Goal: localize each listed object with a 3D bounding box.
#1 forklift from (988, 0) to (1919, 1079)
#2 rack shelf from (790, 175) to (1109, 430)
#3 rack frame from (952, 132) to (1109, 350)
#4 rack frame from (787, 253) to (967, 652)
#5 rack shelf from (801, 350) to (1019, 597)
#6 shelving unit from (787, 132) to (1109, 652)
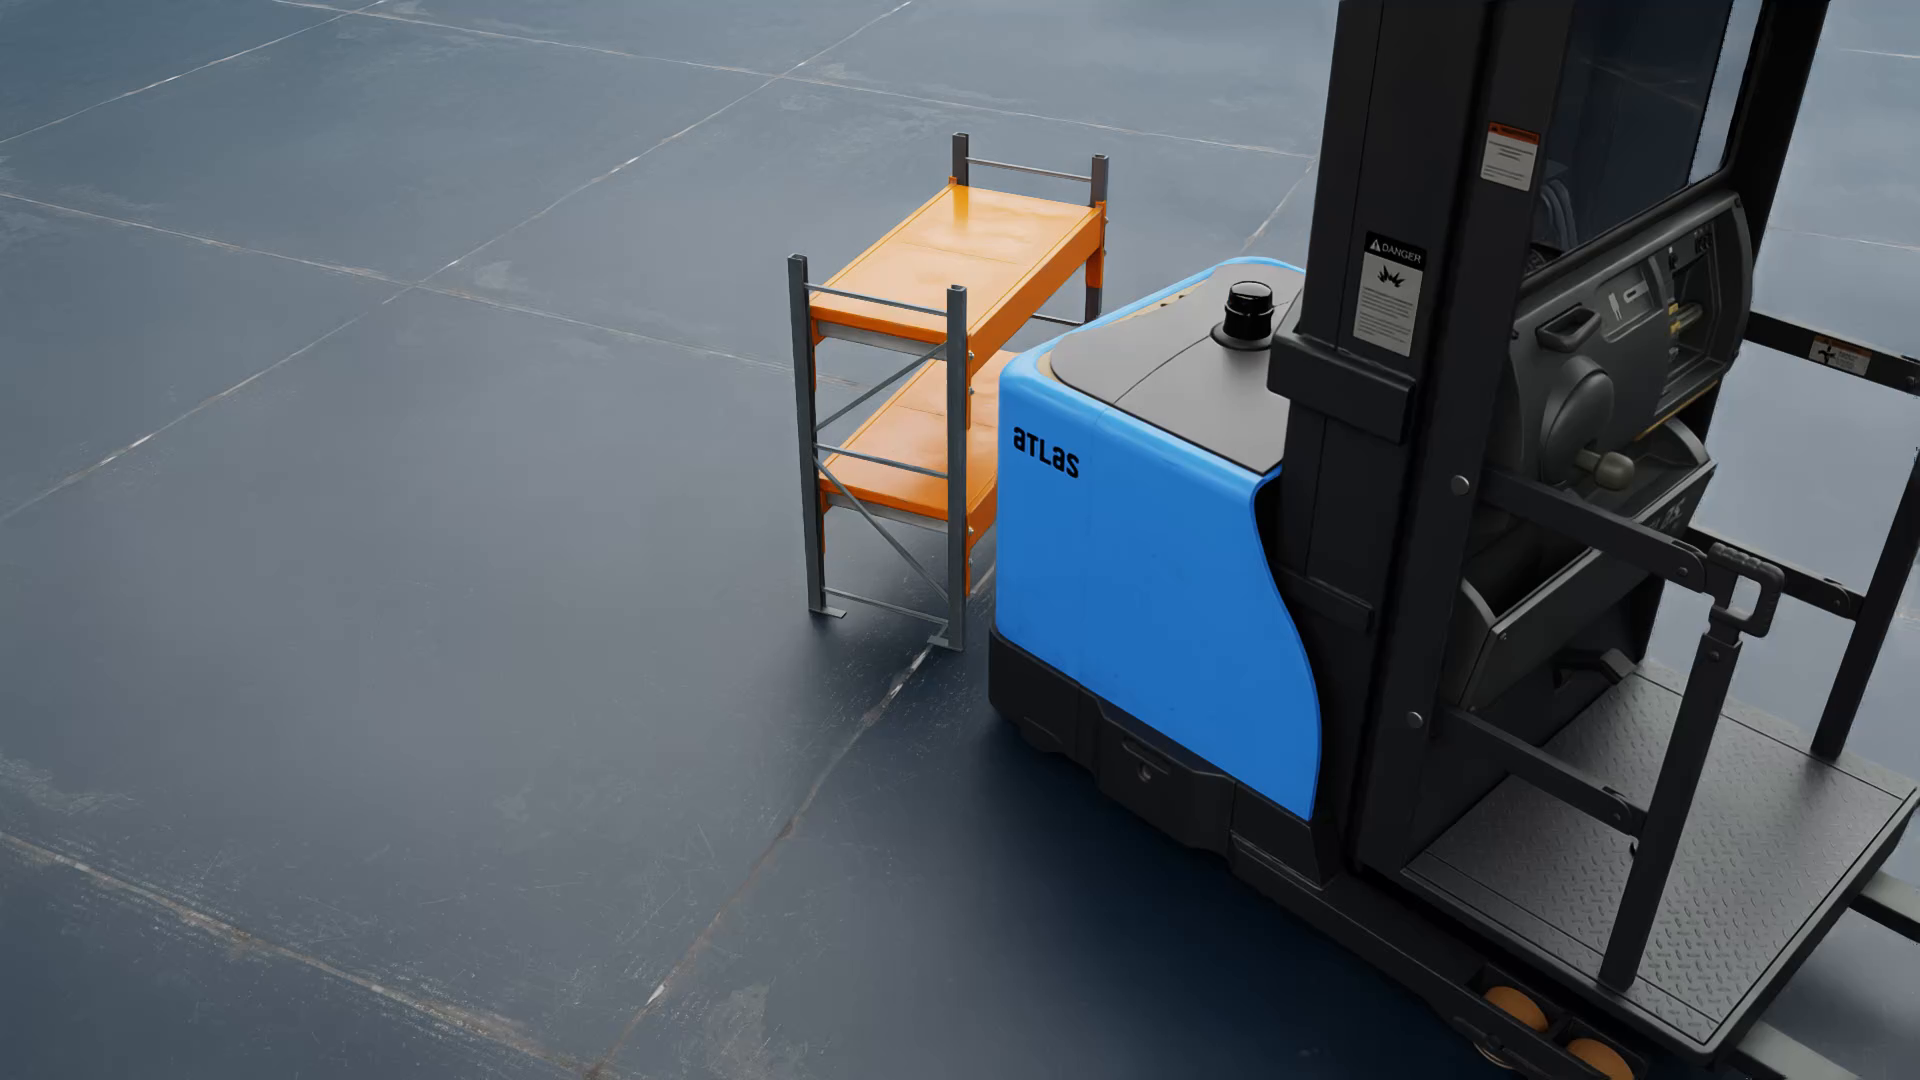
[{"bbox_3d":[1.461,-0.350,3.111,1.130,2.935,3.031,-28,42,-36],"label":"forklift"},{"bbox_3d":[-0.003,-0.712,4.776,0.538,0.278,1.000,14,36,20],"label":"rack shelf"},{"bbox_3d":[0.210,-0.720,5.323,0.500,1.125,0.032,14,36,20],"label":"rack frame"},{"bbox_3d":[-0.216,-0.214,4.550,0.500,1.125,0.032,14,36,20],"label":"rack frame"},{"bbox_3d":[-0.003,-0.263,5.070,0.538,0.278,1.000,14,36,20],"label":"rack shelf"},{"bbox_3d":[-0.003,-0.467,4.936,0.538,1.125,1.048,14,36,20],"label":"shelving unit"}]
